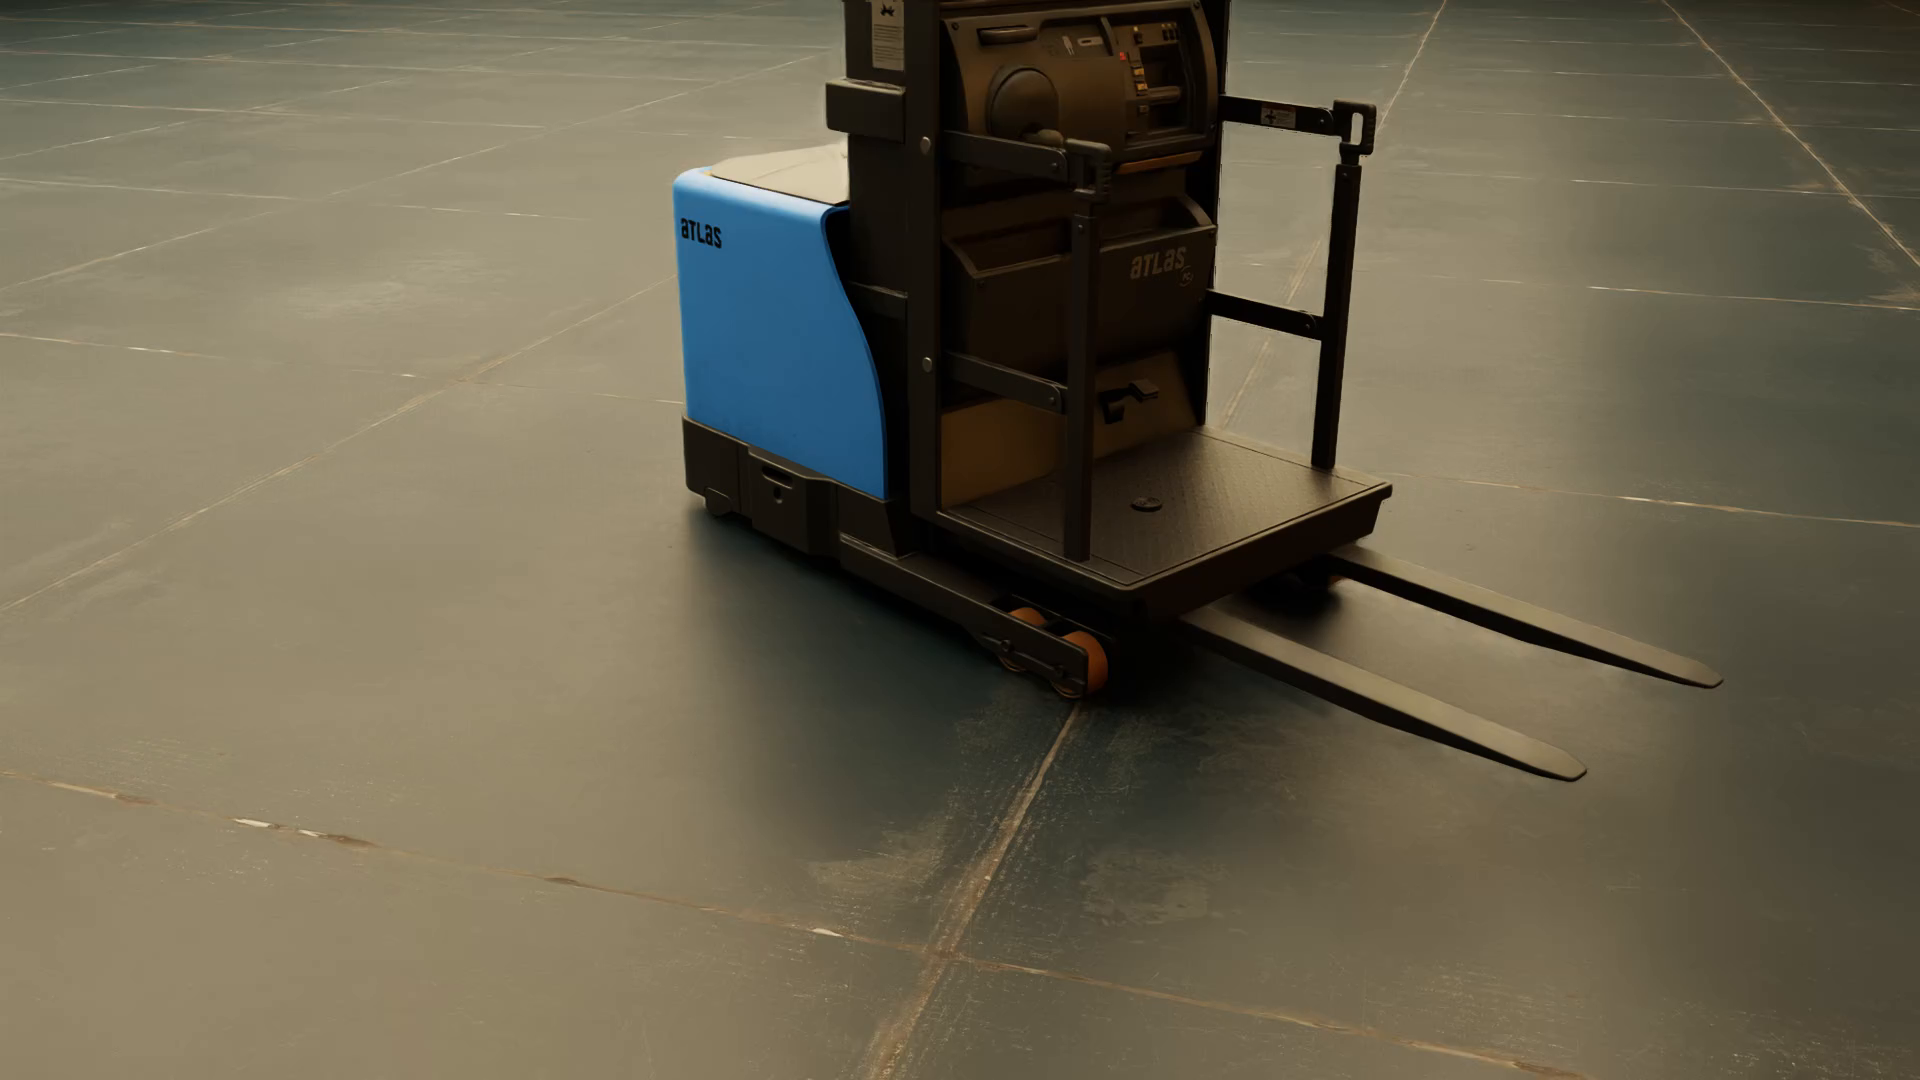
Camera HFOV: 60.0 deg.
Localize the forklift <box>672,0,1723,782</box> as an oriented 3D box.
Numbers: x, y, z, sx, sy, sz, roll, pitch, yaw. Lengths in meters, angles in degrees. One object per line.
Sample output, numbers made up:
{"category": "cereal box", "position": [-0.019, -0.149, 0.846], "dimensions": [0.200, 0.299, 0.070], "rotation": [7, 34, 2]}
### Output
{"category": "forklift", "position": [0.474, -1.178, 4.132], "dimensions": [1.130, 2.935, 3.031], "rotation": [-19, 29, -38]}
